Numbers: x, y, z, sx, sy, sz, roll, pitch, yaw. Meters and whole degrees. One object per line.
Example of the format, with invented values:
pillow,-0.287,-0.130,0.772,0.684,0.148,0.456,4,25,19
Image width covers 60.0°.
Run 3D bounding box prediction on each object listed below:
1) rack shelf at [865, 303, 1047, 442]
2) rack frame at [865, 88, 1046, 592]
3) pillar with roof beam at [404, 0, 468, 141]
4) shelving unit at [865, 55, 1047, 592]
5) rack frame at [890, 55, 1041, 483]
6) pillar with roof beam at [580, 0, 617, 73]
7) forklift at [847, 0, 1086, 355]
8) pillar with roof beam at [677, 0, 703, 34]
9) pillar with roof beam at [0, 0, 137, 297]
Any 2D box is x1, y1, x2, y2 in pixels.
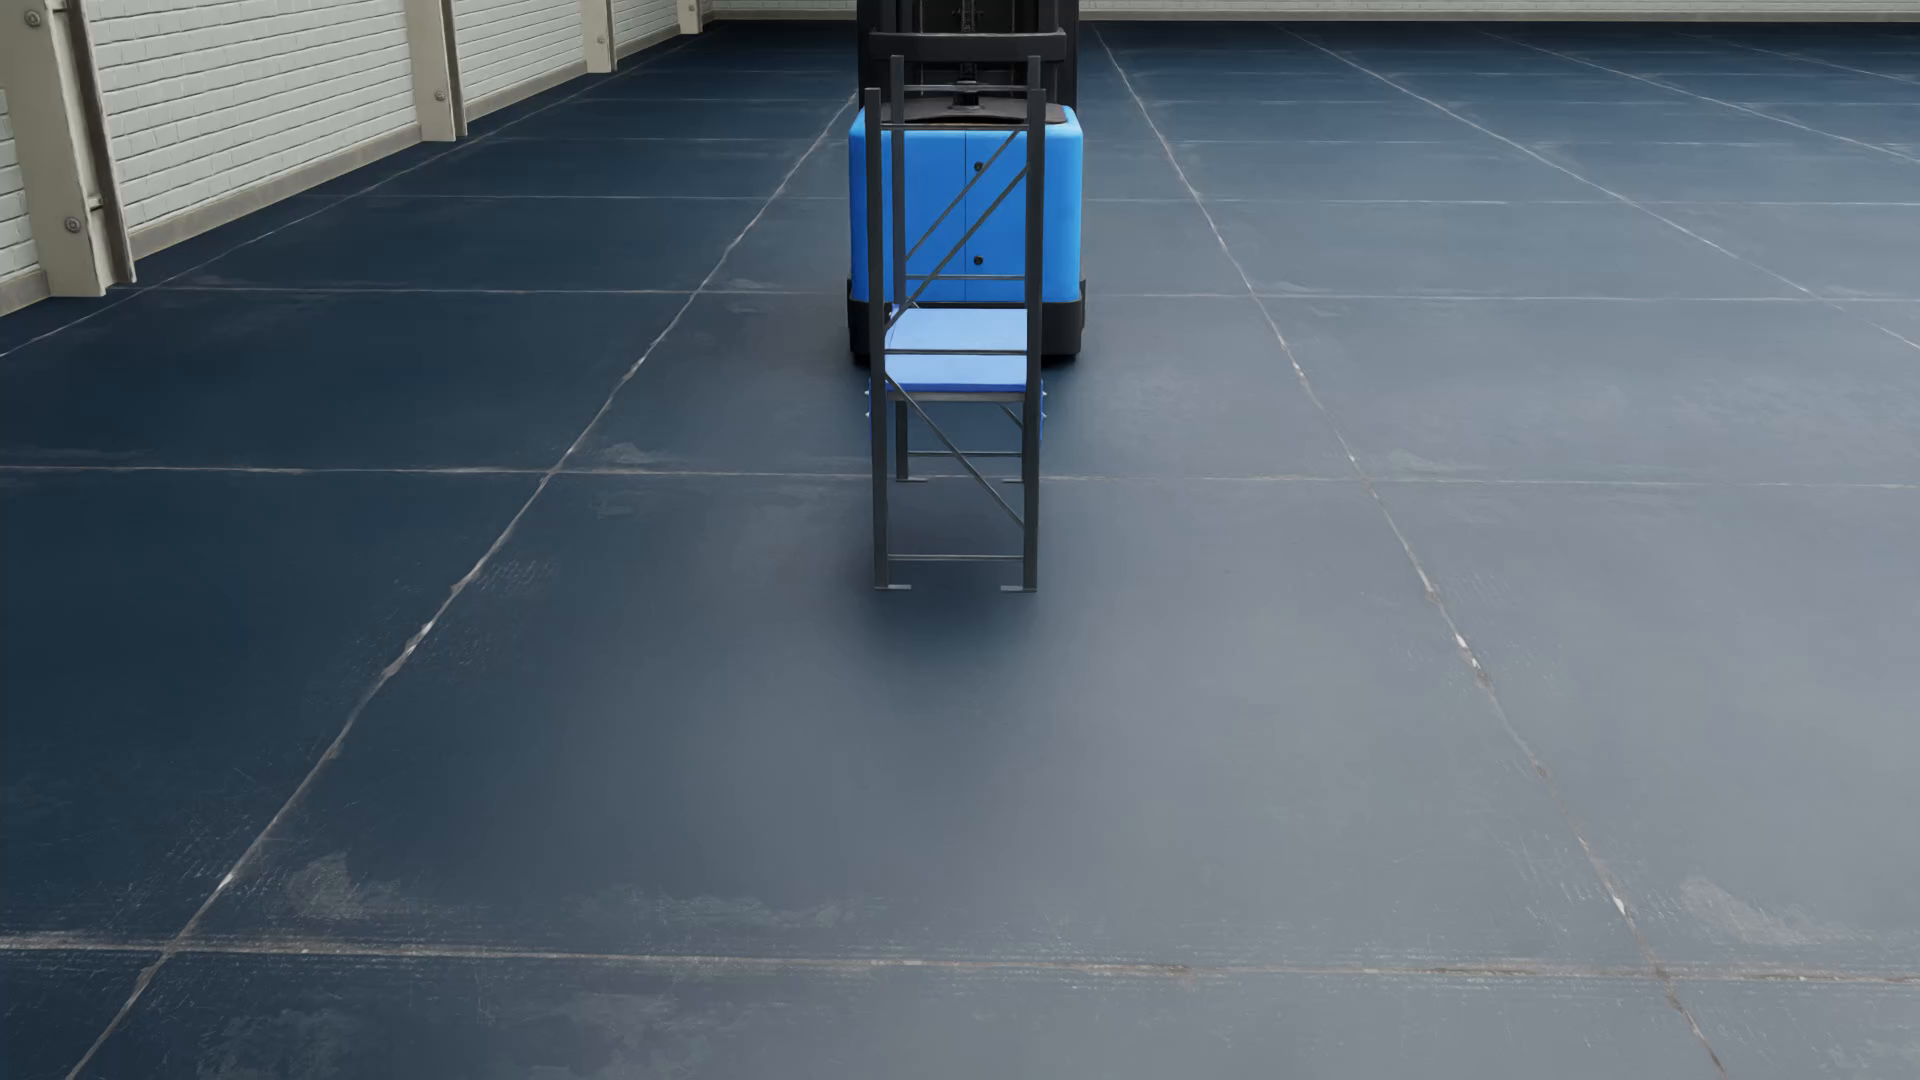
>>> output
rack shelf,0.003,-0.562,5.402,0.538,0.185,1.000,1,21,2
rack frame,-0.013,-0.546,4.863,0.500,1.500,0.032,1,21,2
pillar with roof beam,-0.249,-7.691,12.910,9.100,9.000,0.400,1,21,2
shelving unit,0.003,-0.730,5.337,0.538,1.500,1.048,1,21,2
rack frame,0.018,-0.914,5.811,0.500,1.500,0.032,1,21,2
pillar with roof beam,-0.067,-9.860,18.501,9.100,9.000,0.400,1,21,2
forklift,0.041,-2.680,8.383,1.130,2.935,3.031,0,21,1
pillar with roof beam,0.116,-12.030,24.092,9.100,9.000,0.400,1,21,2
pillar with roof beam,-0.432,-5.521,7.319,9.100,9.000,0.400,1,21,2
